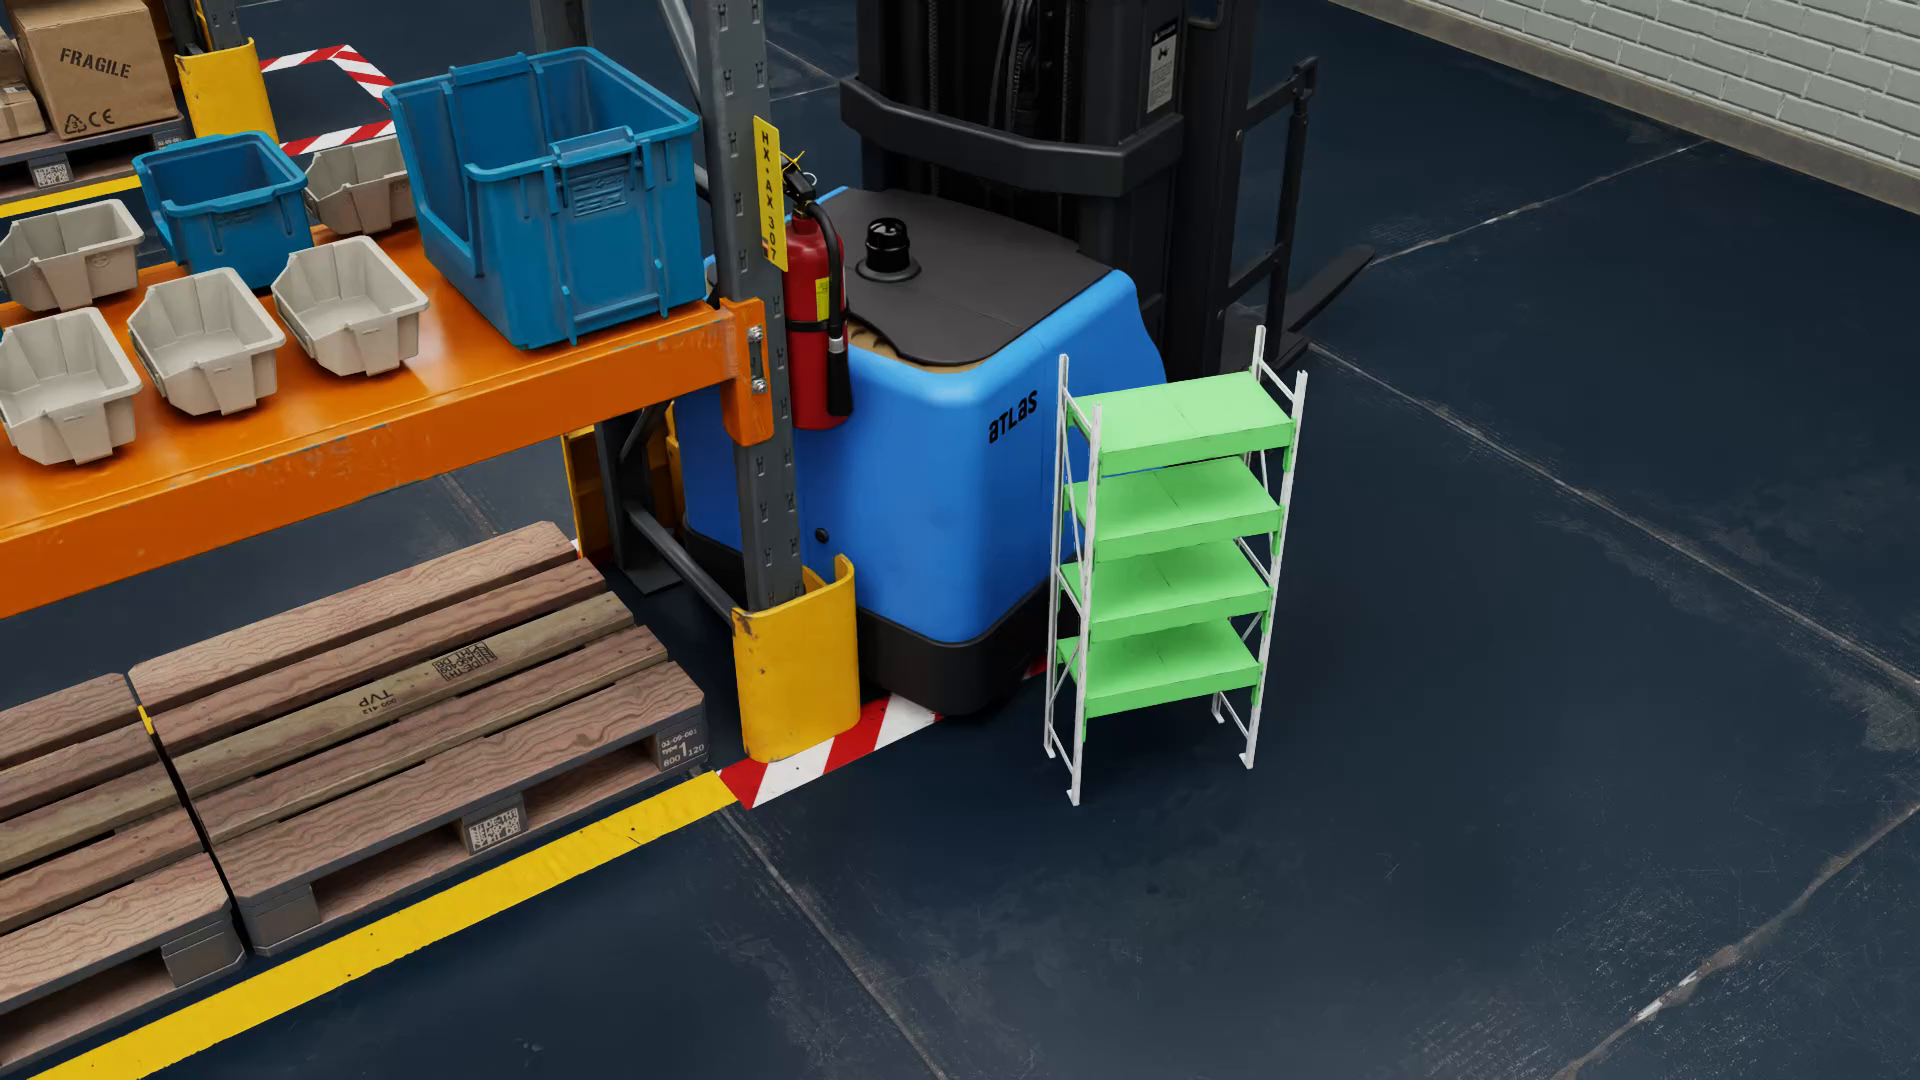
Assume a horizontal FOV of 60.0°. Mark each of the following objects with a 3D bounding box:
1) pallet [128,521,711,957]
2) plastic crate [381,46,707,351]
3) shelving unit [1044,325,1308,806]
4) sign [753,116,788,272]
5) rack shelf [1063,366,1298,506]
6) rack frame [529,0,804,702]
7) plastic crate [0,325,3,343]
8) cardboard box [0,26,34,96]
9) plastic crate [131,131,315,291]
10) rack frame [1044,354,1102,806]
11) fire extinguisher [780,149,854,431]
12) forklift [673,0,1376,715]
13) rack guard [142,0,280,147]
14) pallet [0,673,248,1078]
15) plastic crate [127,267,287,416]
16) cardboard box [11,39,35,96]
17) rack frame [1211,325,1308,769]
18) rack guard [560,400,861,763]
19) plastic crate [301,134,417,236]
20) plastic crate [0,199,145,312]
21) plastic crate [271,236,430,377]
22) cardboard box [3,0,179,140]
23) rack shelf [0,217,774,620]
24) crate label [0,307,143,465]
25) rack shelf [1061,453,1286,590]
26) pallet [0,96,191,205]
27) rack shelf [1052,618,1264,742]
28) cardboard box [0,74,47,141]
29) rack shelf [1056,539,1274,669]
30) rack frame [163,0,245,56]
[{"bbox_3d":[-1.433,0.460,4.430,1.213,0.211,1.003,-22,41,-28],"label":"pallet"},{"bbox_3d":[-0.902,-0.768,3.667,0.499,0.435,0.616,-22,41,-28],"label":"plastic crate"},{"bbox_3d":[0.501,0.092,4.095,0.503,1.200,0.258,-10,37,-13],"label":"shelving unit"},{"bbox_3d":[-0.406,-0.740,3.571,0.005,0.325,0.100,-22,41,-28],"label":"sign"},{"bbox_3d":[0.501,-0.246,3.852,0.480,0.148,0.258,-10,37,-13],"label":"rack shelf"},{"bbox_3d":[-0.736,-0.931,3.976,0.127,3.000,1.000,-22,41,-28],"label":"rack frame"},{"bbox_3d":[-2.204,-0.519,3.494,0.300,0.233,0.416,-22,41,-28],"label":"plastic crate"},{"bbox_3d":[-4.603,-2.143,7.639,0.500,0.250,0.500,-22,41,-28],"label":"cardboard box"},{"bbox_3d":[-1.666,-0.740,3.802,0.300,0.233,0.416,-22,41,-28],"label":"plastic crate"},{"bbox_3d":[0.267,0.132,4.039,0.015,1.200,0.240,-10,37,-13],"label":"rack frame"},{"bbox_3d":[-0.351,-0.582,3.876,0.183,0.674,0.296,-22,41,-28],"label":"fire extinguisher"},{"bbox_3d":[0.460,-1.532,4.870,1.130,2.935,3.031,23,41,28],"label":"forklift"},{"bbox_3d":[-3.649,-2.256,7.959,0.348,0.500,1.175,-22,41,-28],"label":"rack guard"},{"bbox_3d":[-2.429,0.868,3.863,1.213,0.211,1.003,-22,41,-28],"label":"pallet"},{"bbox_3d":[-1.544,-0.397,3.408,0.243,0.136,0.396,-22,41,-28],"label":"plastic crate"},{"bbox_3d":[-4.331,-2.264,7.879,0.250,0.166,0.380,-22,41,-28],"label":"cardboard box"},{"bbox_3d":[0.735,0.052,4.151,0.015,1.200,0.240,-10,37,-13],"label":"rack frame"},{"bbox_3d":[-0.724,0.069,4.725,0.348,0.500,1.175,-22,41,-28],"label":"rack guard"},{"bbox_3d":[-1.438,-0.854,4.043,0.298,0.136,0.250,-22,41,-28],"label":"plastic crate"},{"bbox_3d":[-1.992,-0.626,3.726,0.298,0.136,0.250,-22,41,-28],"label":"plastic crate"},{"bbox_3d":[-1.299,-0.488,3.534,0.243,0.136,0.396,-22,41,-28],"label":"plastic crate"},{"bbox_3d":[-3.889,-2.160,7.448,0.500,0.500,0.500,-22,41,-28],"label":"cardboard box"},{"bbox_3d":[-2.371,0.034,3.250,4.000,0.370,1.077,-22,41,-28],"label":"rack shelf"},{"bbox_3d":[-1.757,-0.292,3.261,0.243,0.136,0.396,-22,41,-28],"label":"crate label"},{"bbox_3d":[0.501,-0.051,3.992,0.480,0.148,0.258,-10,37,-13],"label":"rack shelf"},{"bbox_3d":[-4.300,-1.870,7.670,1.213,0.211,1.003,-22,41,-28],"label":"pallet"},{"bbox_3d":[0.501,0.338,4.272,0.480,0.148,0.258,-10,37,-13],"label":"rack shelf"},{"bbox_3d":[-4.272,-1.931,7.416,0.250,0.166,0.380,-22,41,-28],"label":"cardboard box"},{"bbox_3d":[0.501,0.144,4.132,0.480,0.148,0.258,-10,37,-13],"label":"rack shelf"},{"bbox_3d":[-3.587,-3.297,7.264,0.127,3.000,1.000,-22,41,-28],"label":"rack frame"}]
